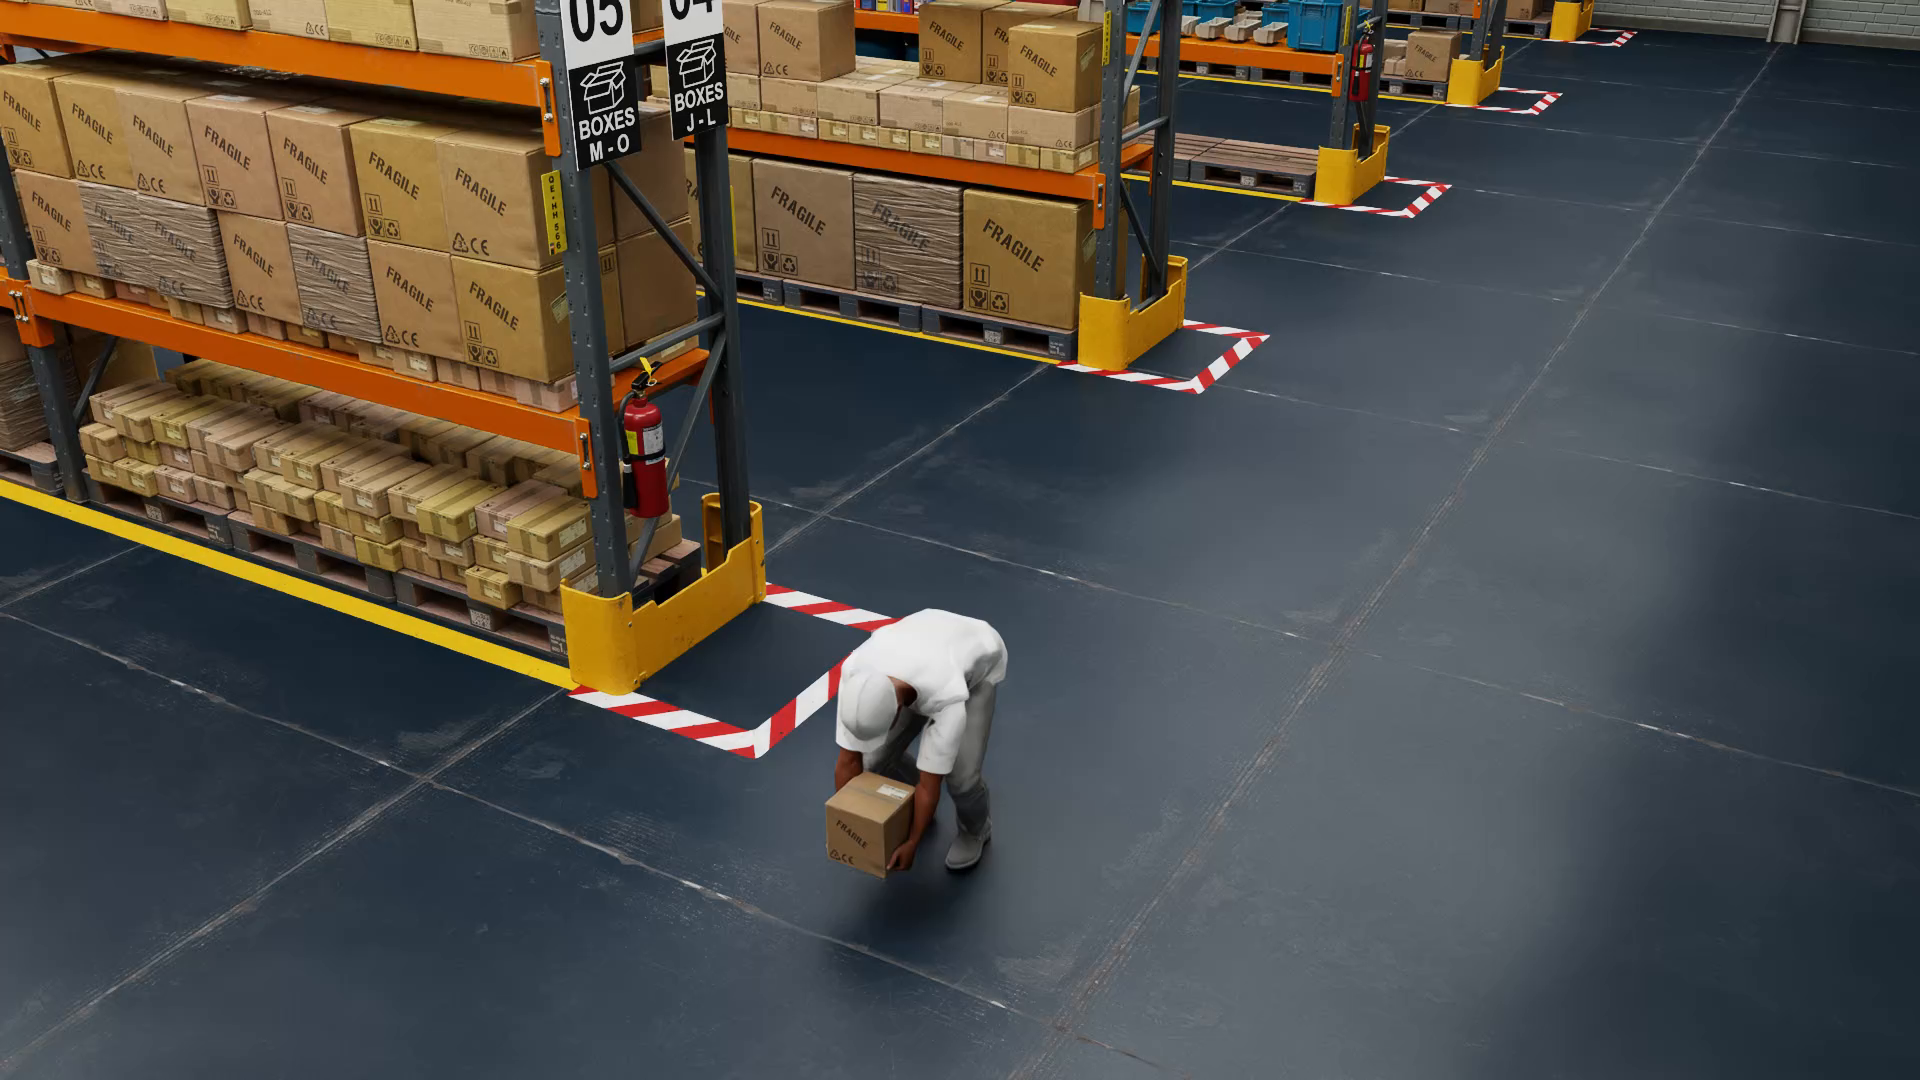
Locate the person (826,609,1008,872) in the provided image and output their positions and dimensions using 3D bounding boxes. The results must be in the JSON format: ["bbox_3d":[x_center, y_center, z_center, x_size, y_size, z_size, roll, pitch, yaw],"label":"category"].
[{"bbox_3d":[-0.158,0.796,6.268,0.511,1.068,0.966,13,29,24],"label":"person"}]
